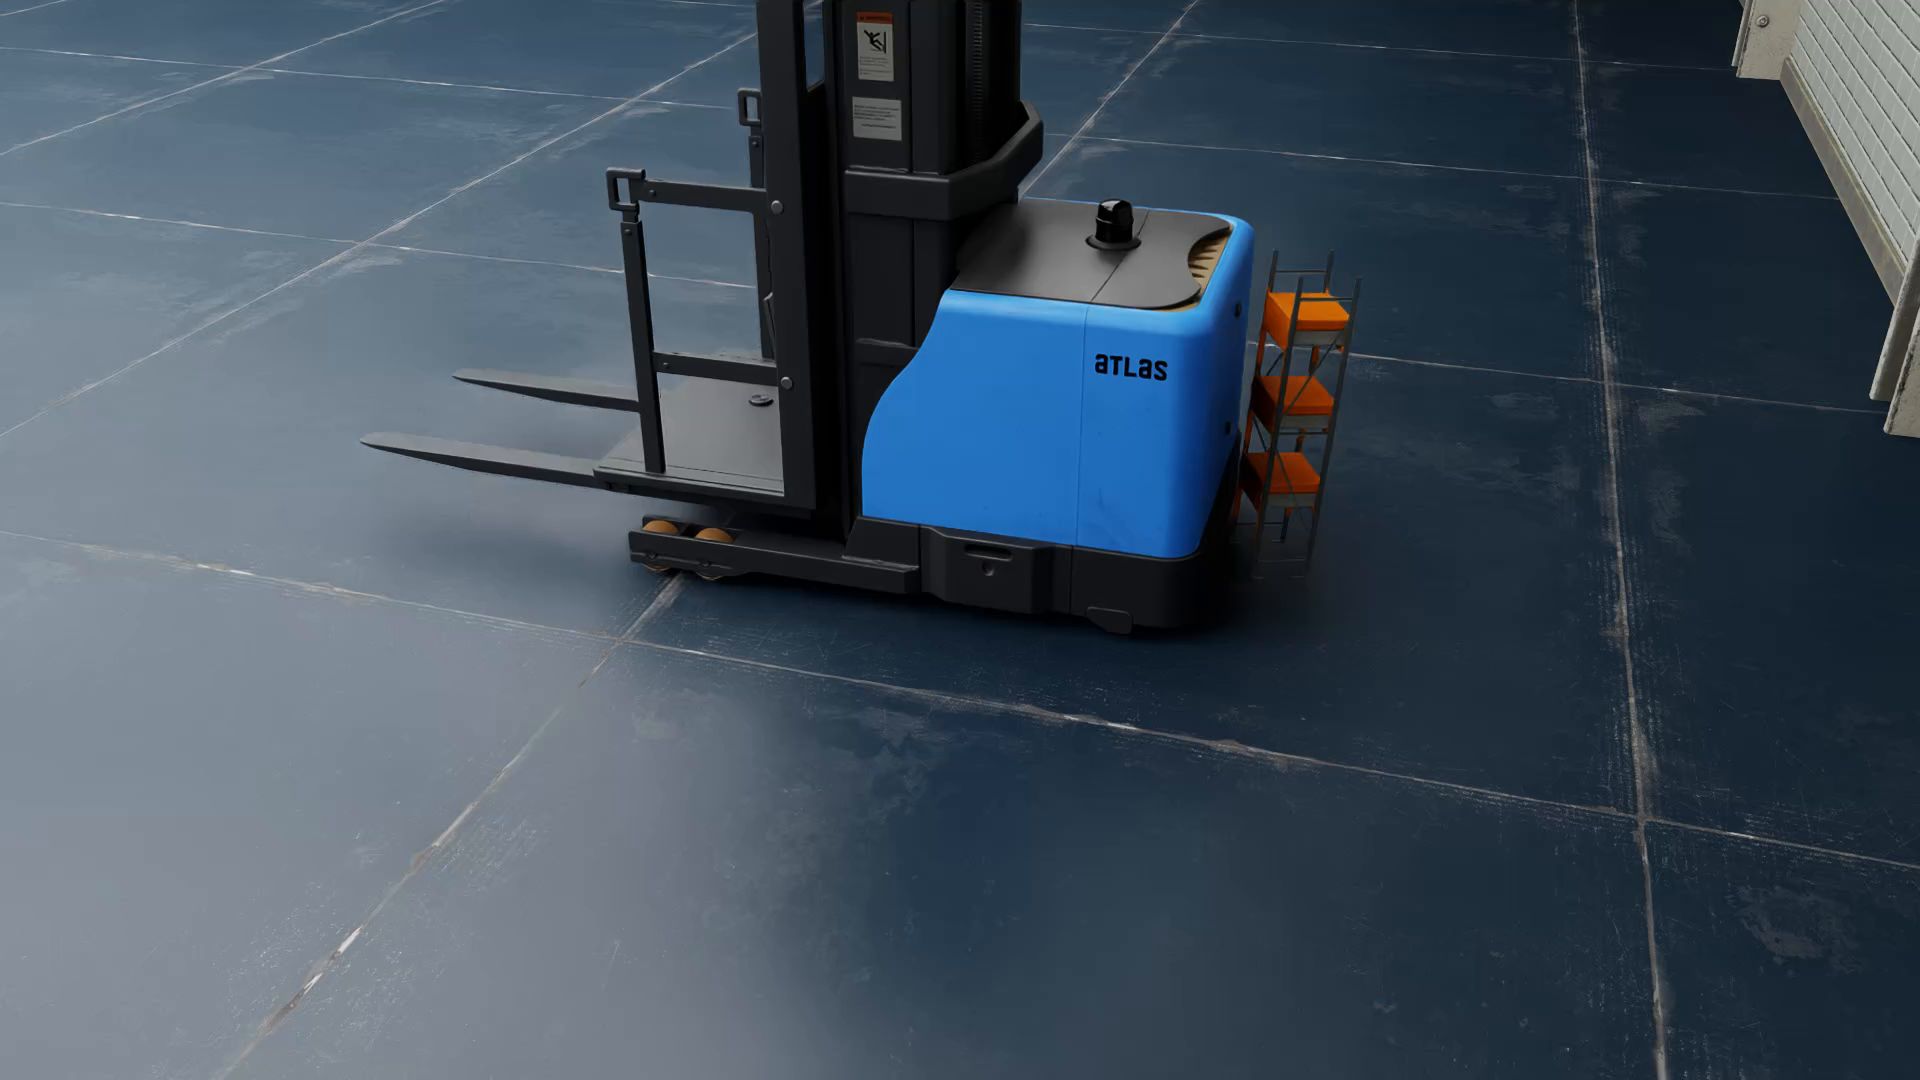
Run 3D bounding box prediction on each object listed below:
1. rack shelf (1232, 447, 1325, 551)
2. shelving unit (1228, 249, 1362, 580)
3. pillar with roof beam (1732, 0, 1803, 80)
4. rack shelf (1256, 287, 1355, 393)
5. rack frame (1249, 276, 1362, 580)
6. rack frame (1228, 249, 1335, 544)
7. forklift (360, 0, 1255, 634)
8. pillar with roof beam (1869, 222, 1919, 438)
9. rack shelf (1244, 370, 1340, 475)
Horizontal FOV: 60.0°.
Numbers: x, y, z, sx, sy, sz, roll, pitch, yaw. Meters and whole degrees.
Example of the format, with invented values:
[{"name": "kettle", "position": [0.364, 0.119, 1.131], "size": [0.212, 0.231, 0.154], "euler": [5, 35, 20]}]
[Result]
[{"name": "rack shelf", "position": [1.051, -0.138, 5.499], "size": [0.215, 0.259, 0.240], "euler": [-1, 29, -9]}, {"name": "shelving unit", "position": [1.067, -0.391, 5.361], "size": [0.215, 1.050, 0.252], "euler": [-1, 29, -9]}, {"name": "pillar with roof beam", "position": [1.469, -7.821, 10.552], "size": [9.100, 9.000, 0.400], "euler": [8, 30, 15]}, {"name": "rack shelf", "position": [1.083, -0.630, 5.230], "size": [0.215, 0.259, 0.240], "euler": [-1, 29, -9]}, {"name": "rack frame", "position": [1.085, -0.332, 5.256], "size": [0.200, 1.050, 0.008], "euler": [-1, 29, -9]}, {"name": "rack frame", "position": [1.050, -0.450, 5.466], "size": [0.200, 1.050, 0.008], "euler": [-1, 29, -9]}, {"name": "forklift", "position": [-0.597, -1.386, 5.227], "size": [3.031, 2.935, 1.130], "euler": [8, 30, 14]}, {"name": "pillar with roof beam", "position": [-0.292, -5.033, 5.540], "size": [9.100, 9.000, 0.400], "euler": [8, 30, 15]}, {"name": "rack shelf", "position": [1.067, -0.382, 5.366], "size": [0.215, 0.259, 0.240], "euler": [-1, 29, -9]}]
